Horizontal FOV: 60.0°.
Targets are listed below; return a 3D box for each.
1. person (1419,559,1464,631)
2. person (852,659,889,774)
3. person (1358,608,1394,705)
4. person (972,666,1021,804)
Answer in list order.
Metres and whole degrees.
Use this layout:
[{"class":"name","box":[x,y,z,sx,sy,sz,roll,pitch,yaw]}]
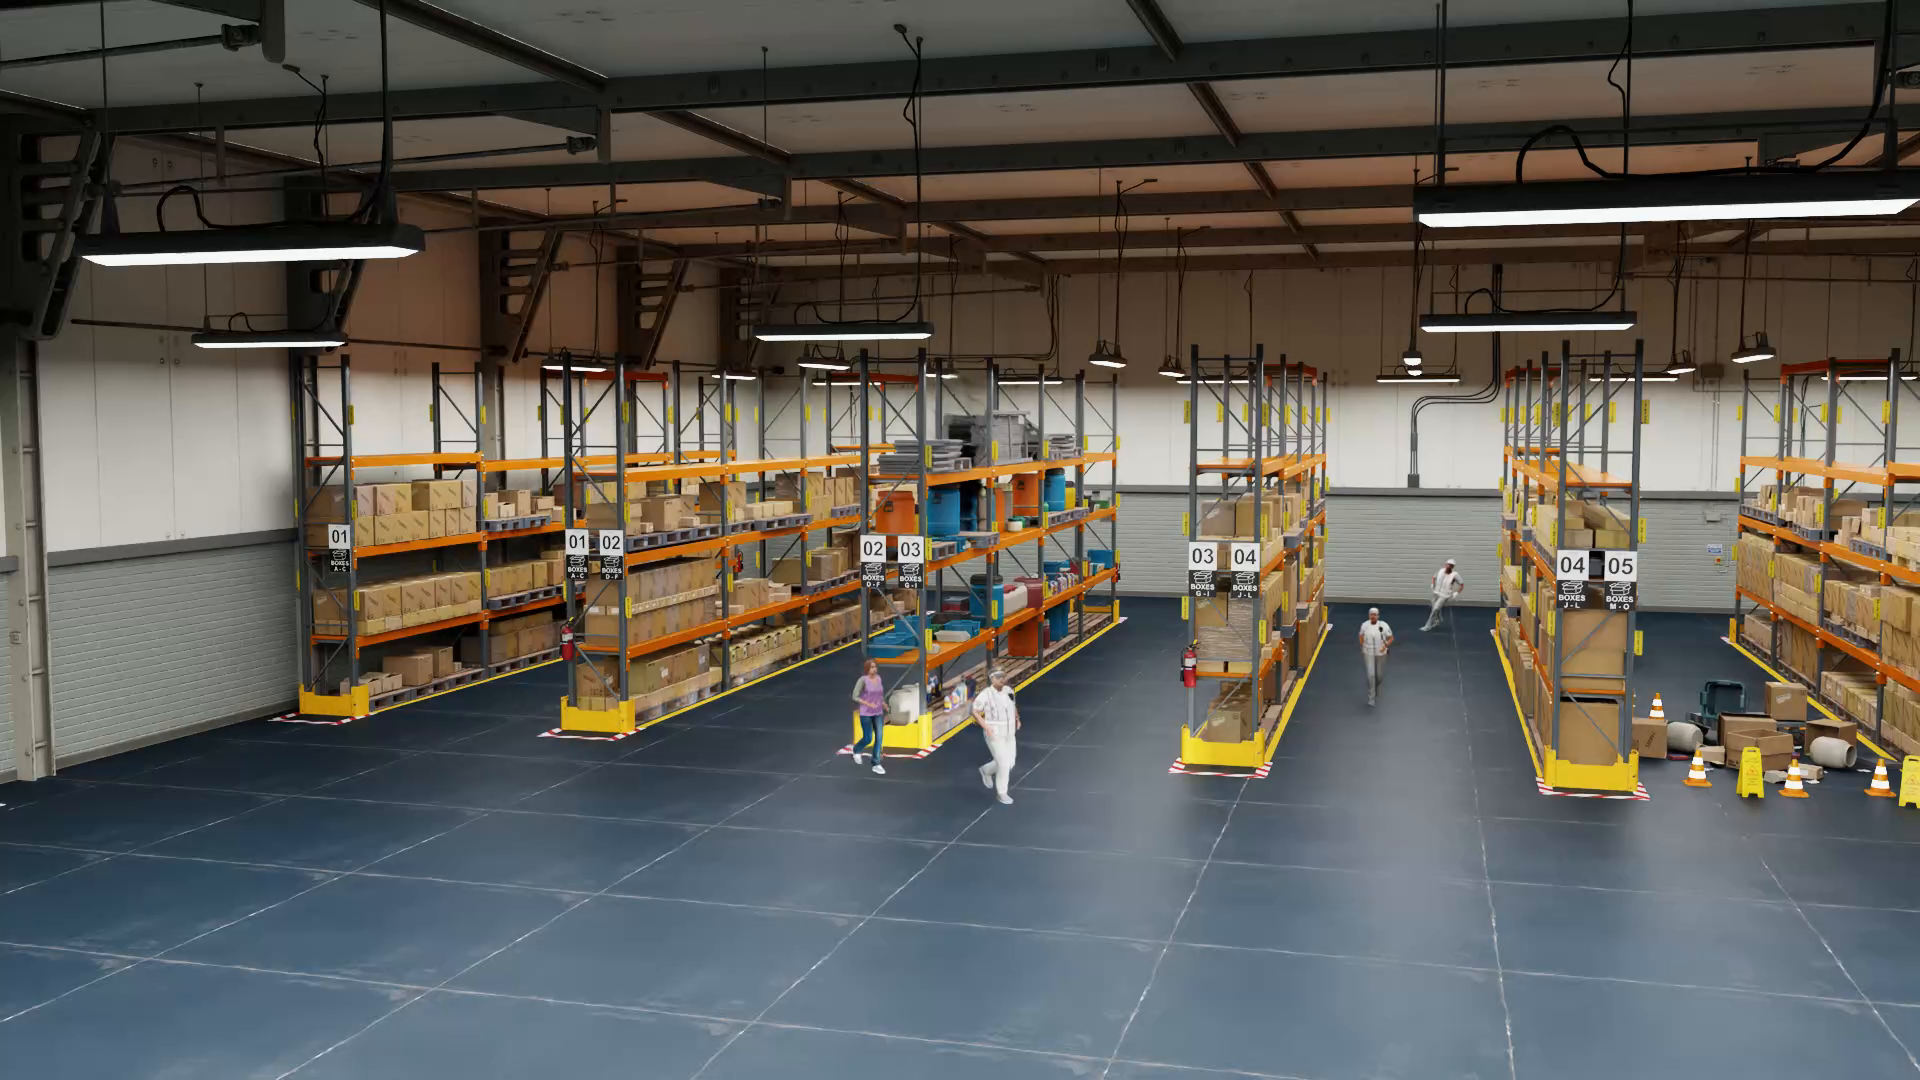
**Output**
[{"class":"person","box":[11.065,1.271,38.486,0.842,1.688,0.868,-2,5,-24]},{"class":"person","box":[-1.269,2.459,23.377,0.563,1.582,0.717,-3,5,-36]},{"class":"person","box":[7.259,2.012,29.040,0.602,1.692,0.776,1,4,17]},{"class":"person","box":[0.489,2.511,21.696,0.657,1.775,0.698,-3,5,-36]}]
